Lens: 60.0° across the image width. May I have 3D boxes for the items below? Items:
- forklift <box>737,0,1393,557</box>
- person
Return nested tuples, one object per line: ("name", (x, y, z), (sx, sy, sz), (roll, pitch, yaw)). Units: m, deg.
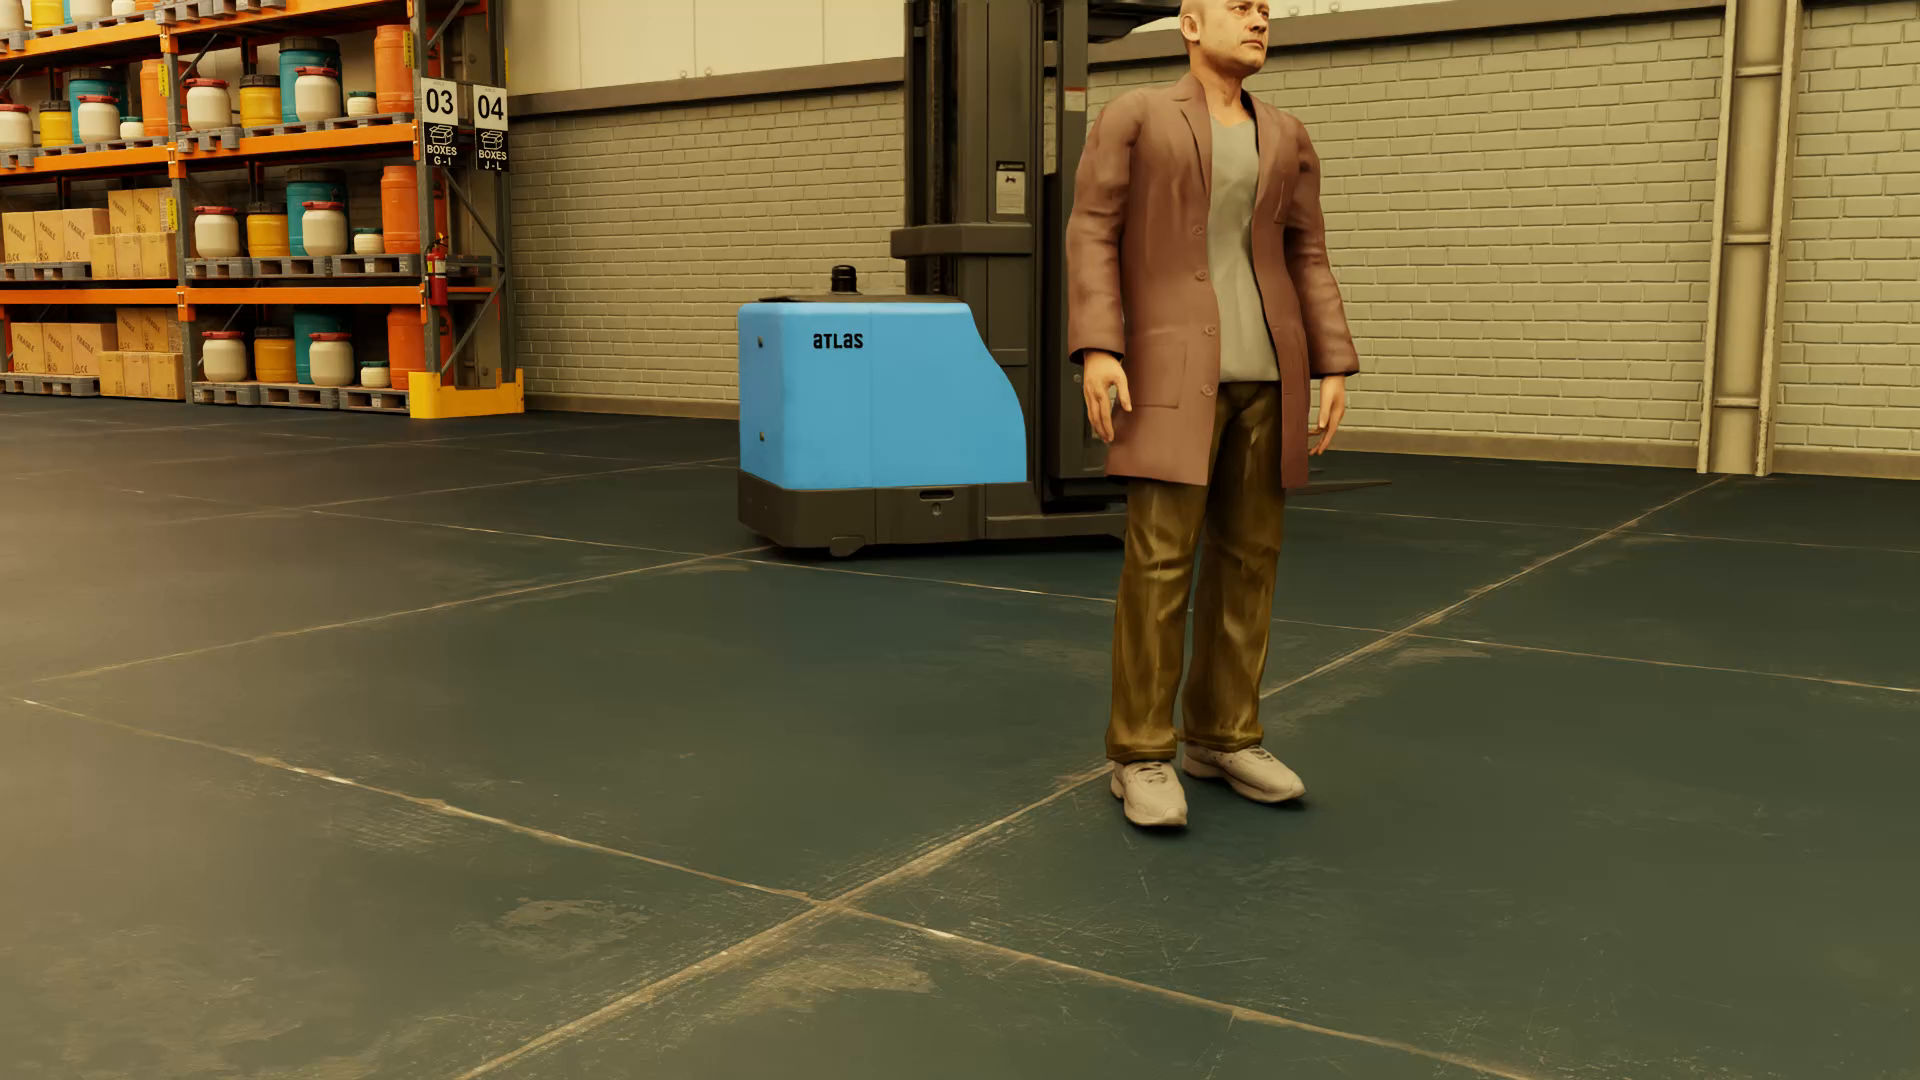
("forklift", (0.542, -1.482, 7.617), (3.031, 2.935, 1.130), (-3, 9, -19))
("person", (0.584, -0.328, 3.562), (0.692, 1.781, 0.570), (-3, 9, -19))
